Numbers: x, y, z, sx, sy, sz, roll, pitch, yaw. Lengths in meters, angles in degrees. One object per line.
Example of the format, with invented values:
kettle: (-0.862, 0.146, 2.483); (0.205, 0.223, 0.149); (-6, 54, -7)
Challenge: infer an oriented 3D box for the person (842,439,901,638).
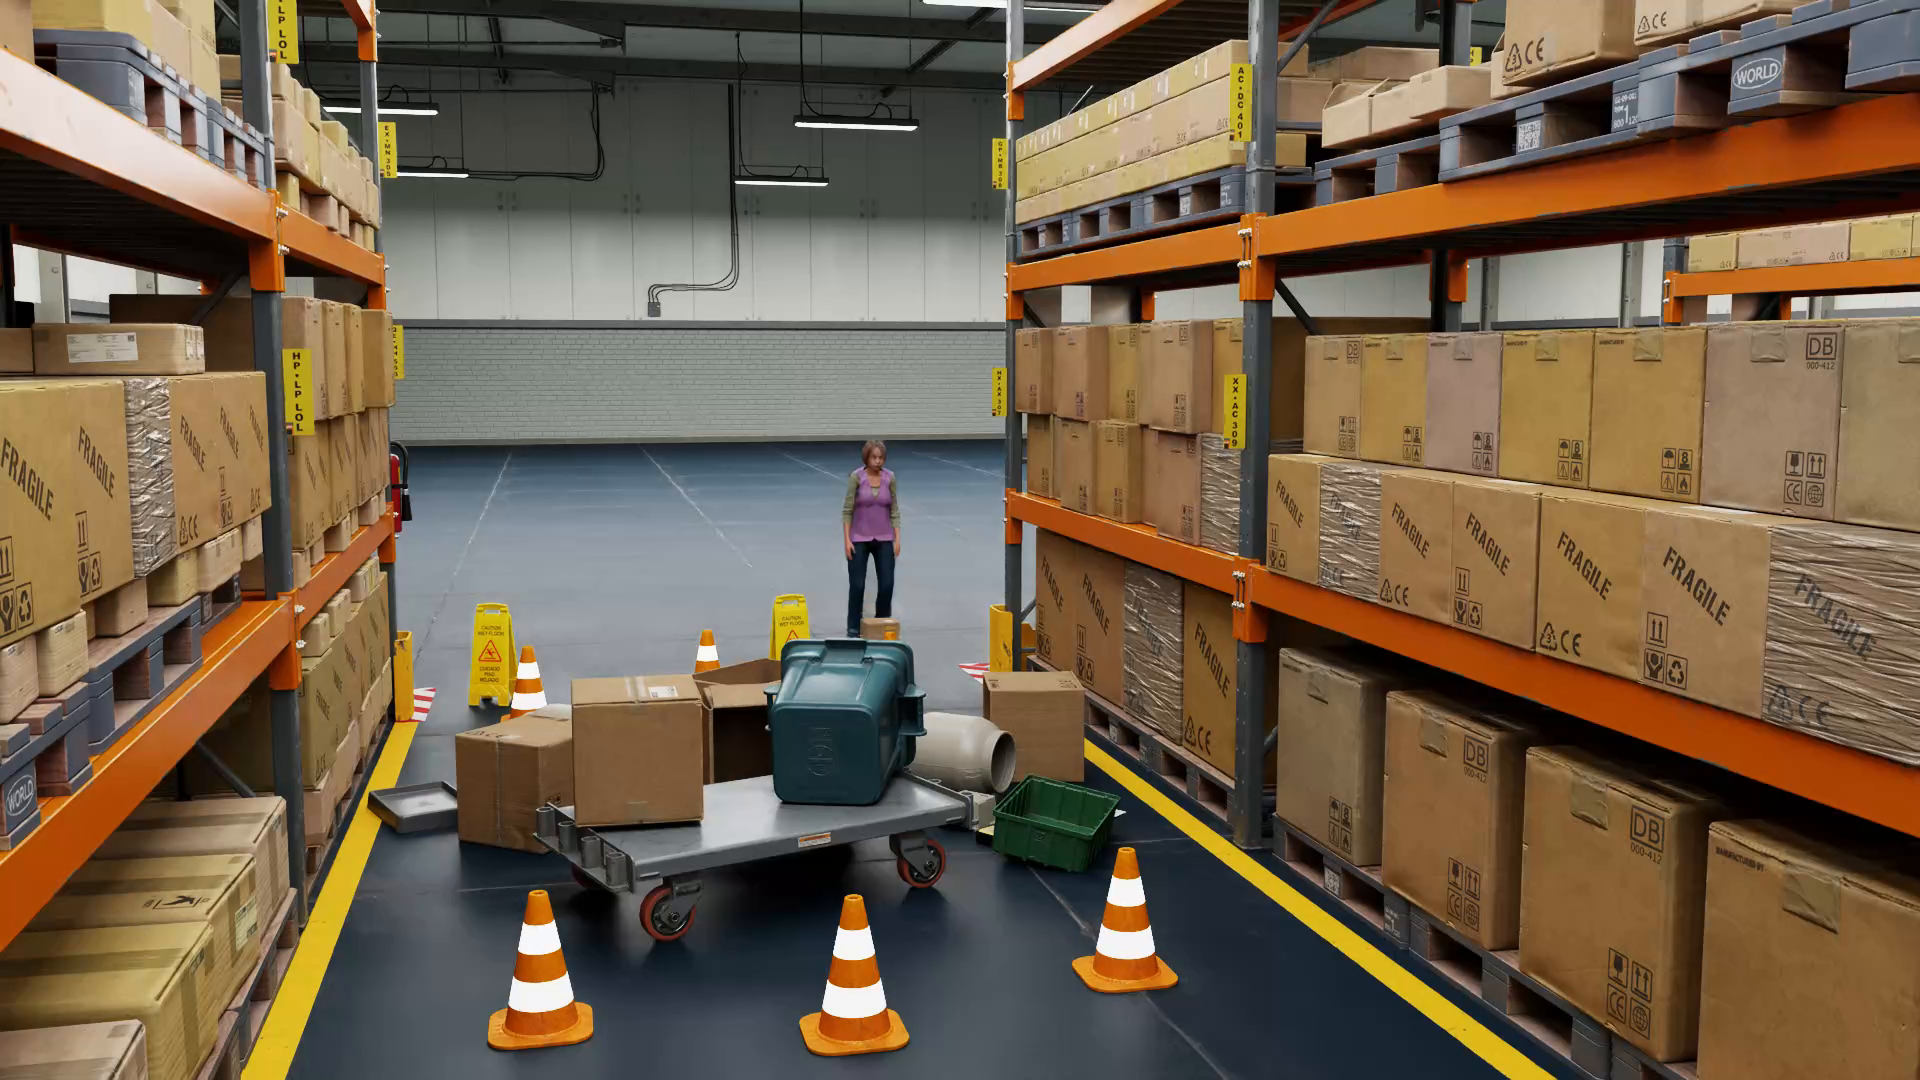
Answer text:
person: (-0.667, 0.035, 12.564); (0.461, 1.593, 0.341); (-2, 7, -16)
